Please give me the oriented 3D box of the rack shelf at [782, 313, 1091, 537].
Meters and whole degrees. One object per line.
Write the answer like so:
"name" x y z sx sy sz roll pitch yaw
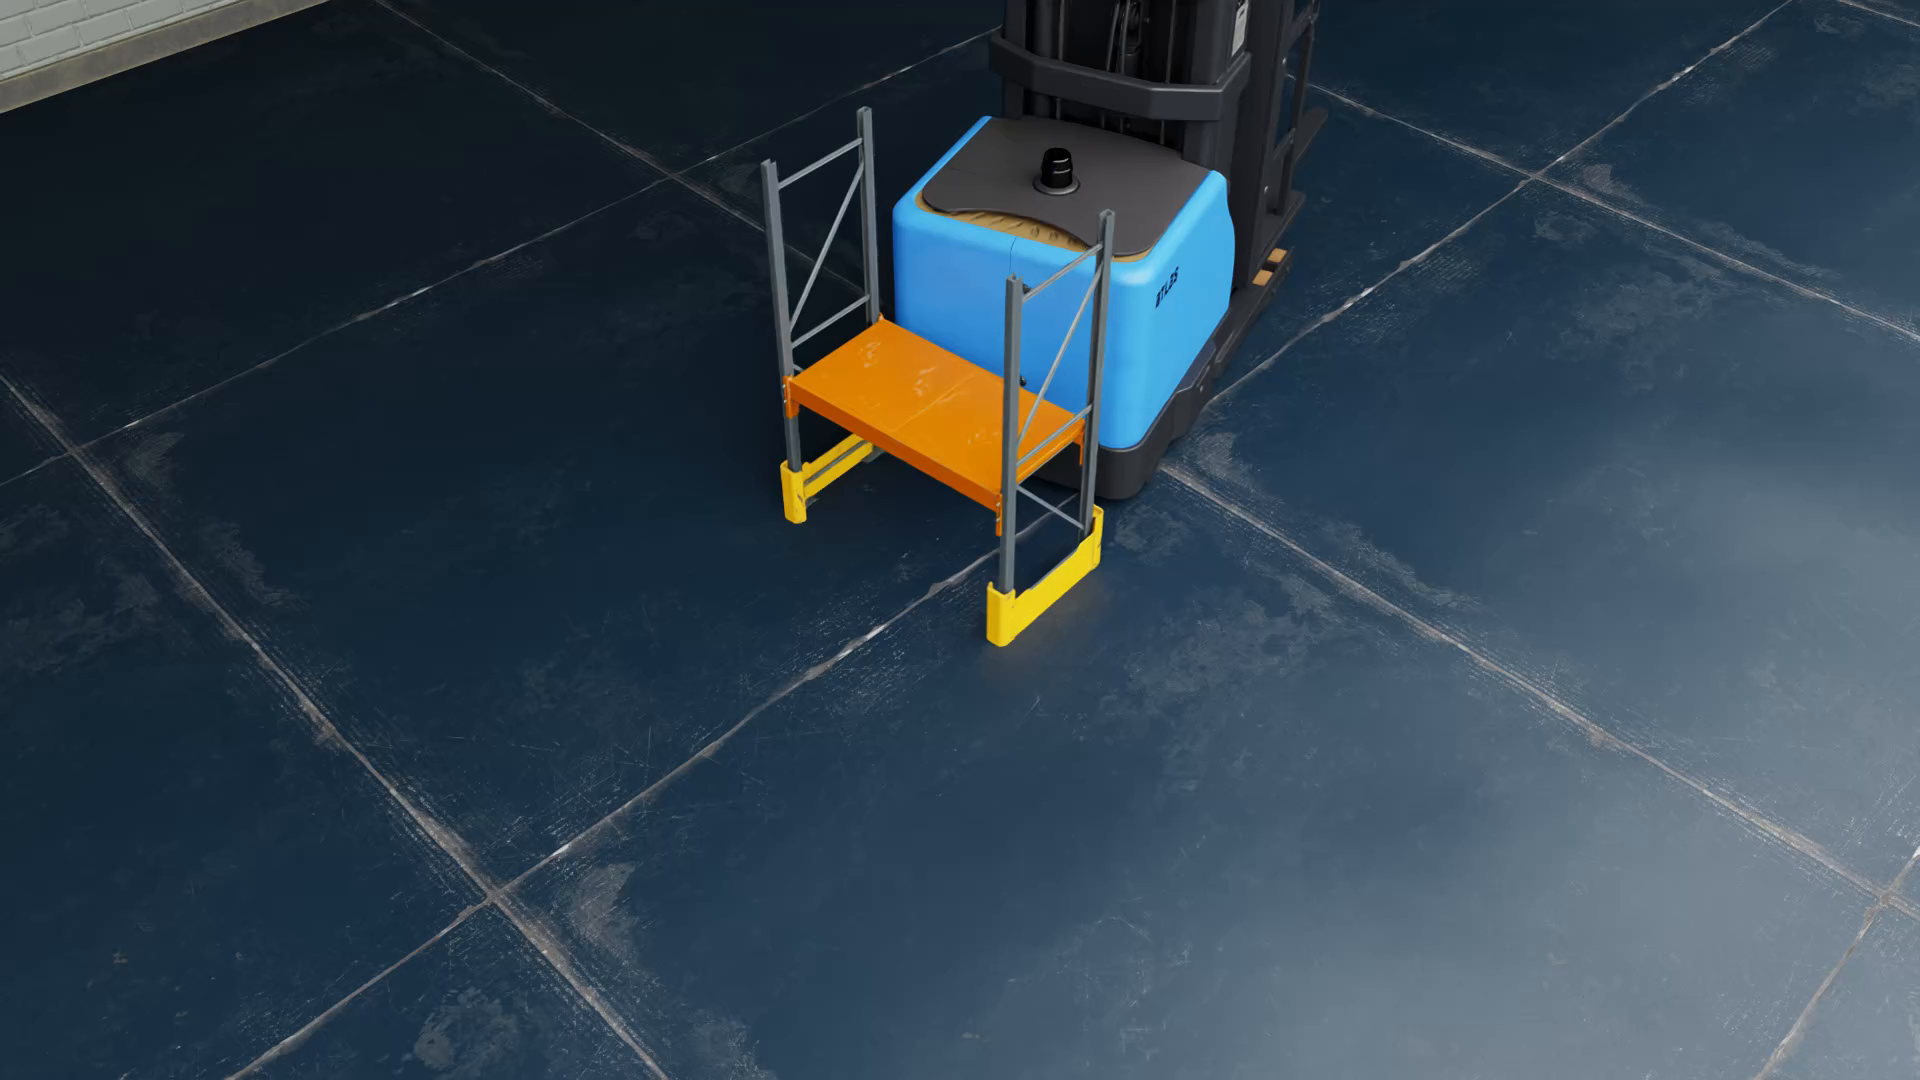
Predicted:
"rack shelf" -0.083 -0.429 5.874 1.000 0.185 0.538 30 50 28

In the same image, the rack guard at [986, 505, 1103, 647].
"rack guard" 0.305 0.120 5.936 0.087 0.250 0.587 30 50 28

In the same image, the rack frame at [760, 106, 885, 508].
"rack frame" -0.471 -0.783 5.993 0.032 1.500 0.500 30 50 28

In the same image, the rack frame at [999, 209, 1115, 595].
"rack frame" 0.306 -0.338 5.511 0.032 1.500 0.500 30 50 28

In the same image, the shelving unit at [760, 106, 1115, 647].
"shelving unit" -0.076 -0.557 5.748 1.083 1.500 0.587 30 50 28

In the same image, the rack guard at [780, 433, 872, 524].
"rack guard" -0.456 -0.316 6.408 0.087 0.250 0.587 30 50 28

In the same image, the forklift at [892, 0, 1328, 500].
"forklift" 0.846 -2.229 6.502 1.130 2.935 3.031 19 46 19
